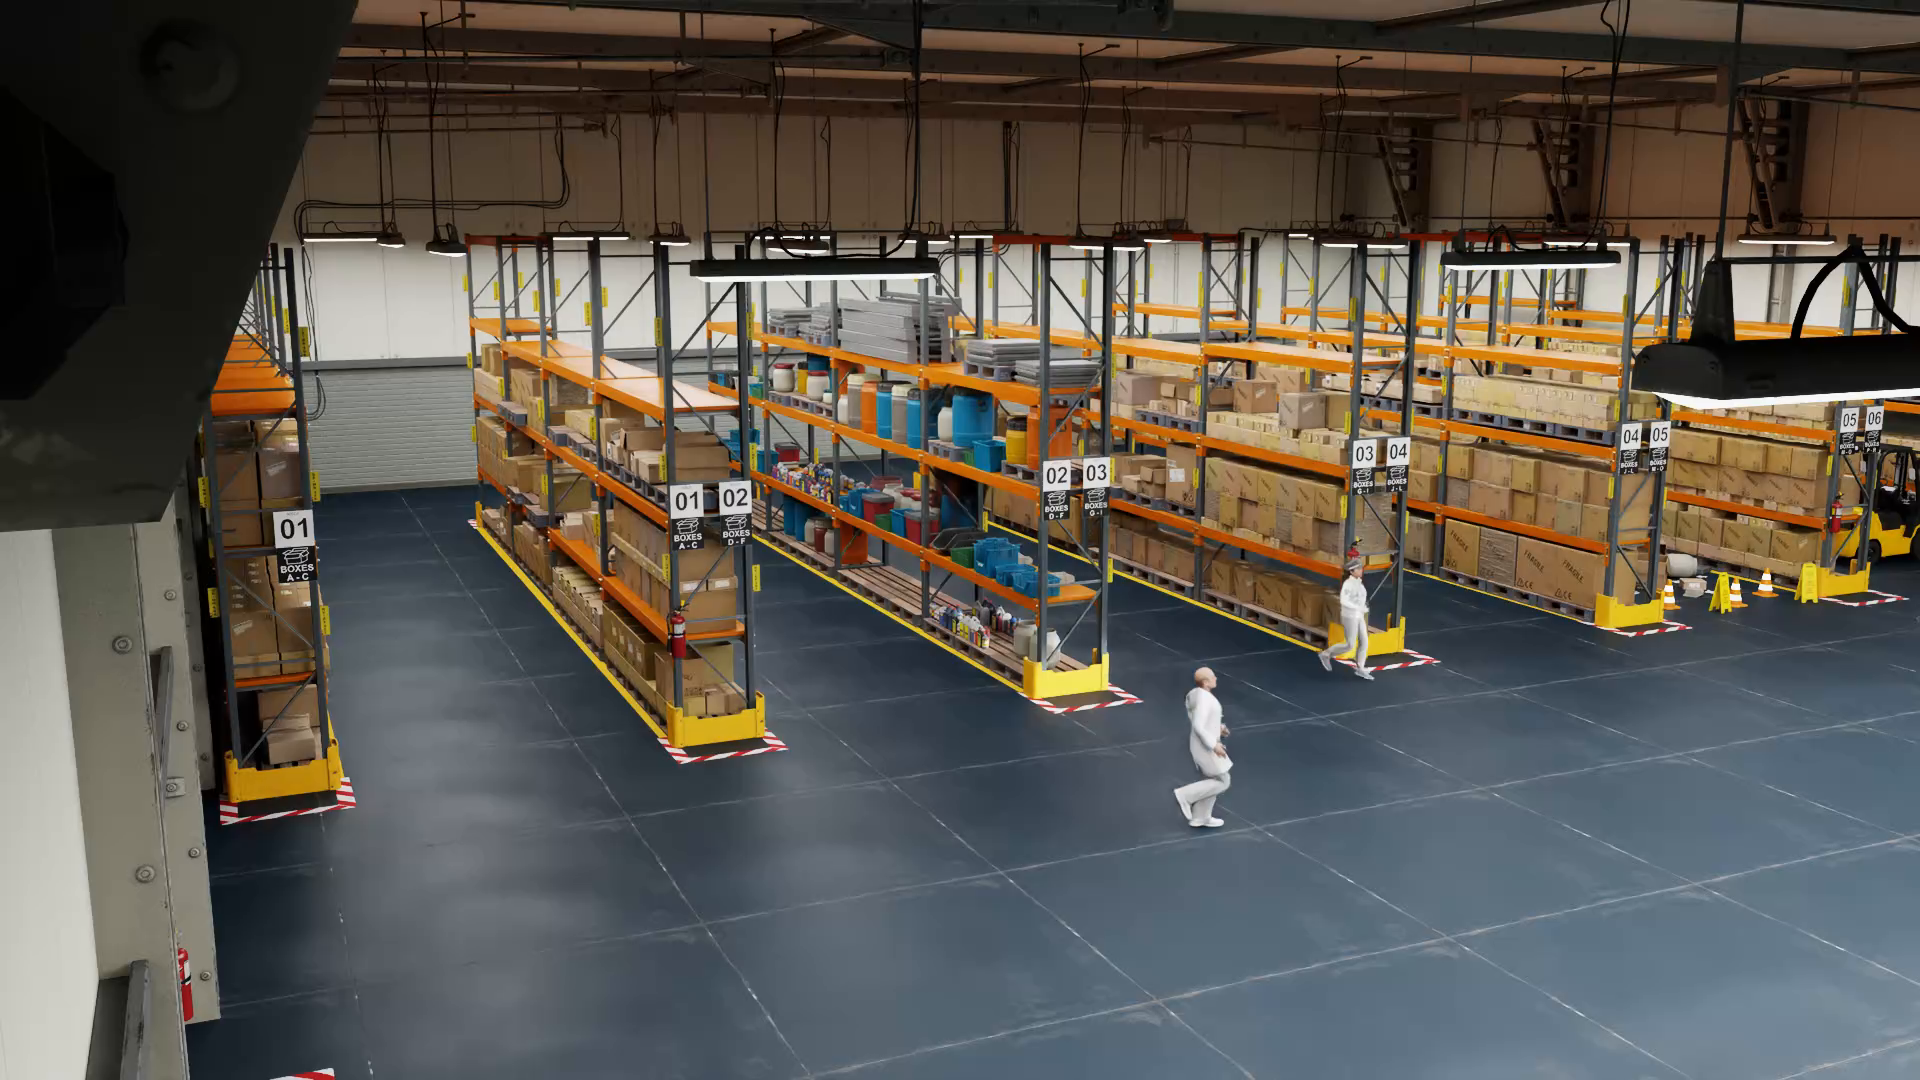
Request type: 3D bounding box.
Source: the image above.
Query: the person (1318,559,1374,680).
[{"bbox_3d":[5.407,1.087,23.131,0.777,1.710,0.631,6,12,27],"label":"person"}]

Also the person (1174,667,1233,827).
[{"bbox_3d":[2.547,2.175,17.403,0.635,1.734,0.714,-1,11,-4],"label":"person"}]

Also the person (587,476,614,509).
[{"bbox_3d":[-7.431,-1.048,34.631,0.582,1.516,0.517,-8,14,-37],"label":"person"}]
